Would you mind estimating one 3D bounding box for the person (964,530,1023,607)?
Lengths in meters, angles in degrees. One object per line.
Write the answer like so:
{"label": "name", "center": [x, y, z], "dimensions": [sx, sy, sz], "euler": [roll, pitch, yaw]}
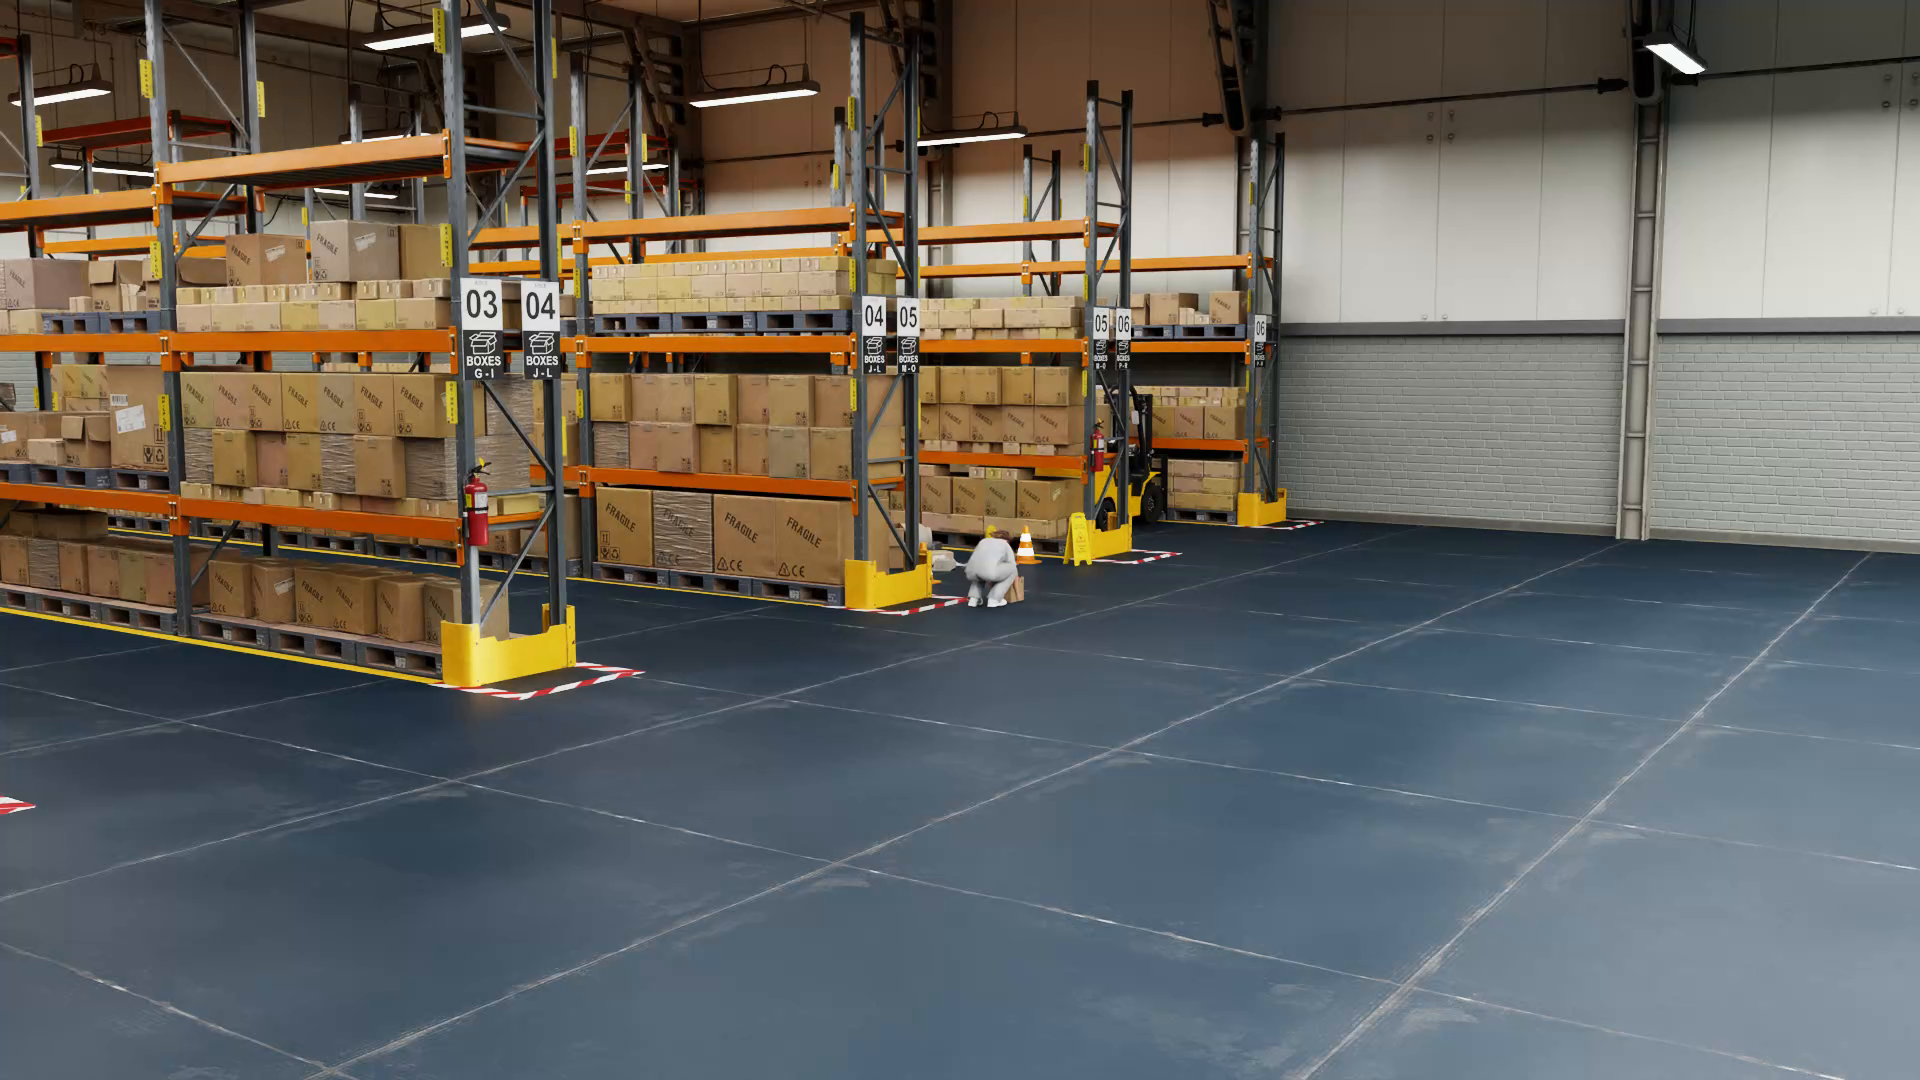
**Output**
{"label": "person", "center": [0.335, 0.324, 17.439], "dimensions": [0.471, 0.803, 0.820], "euler": [4, 7, 29]}
